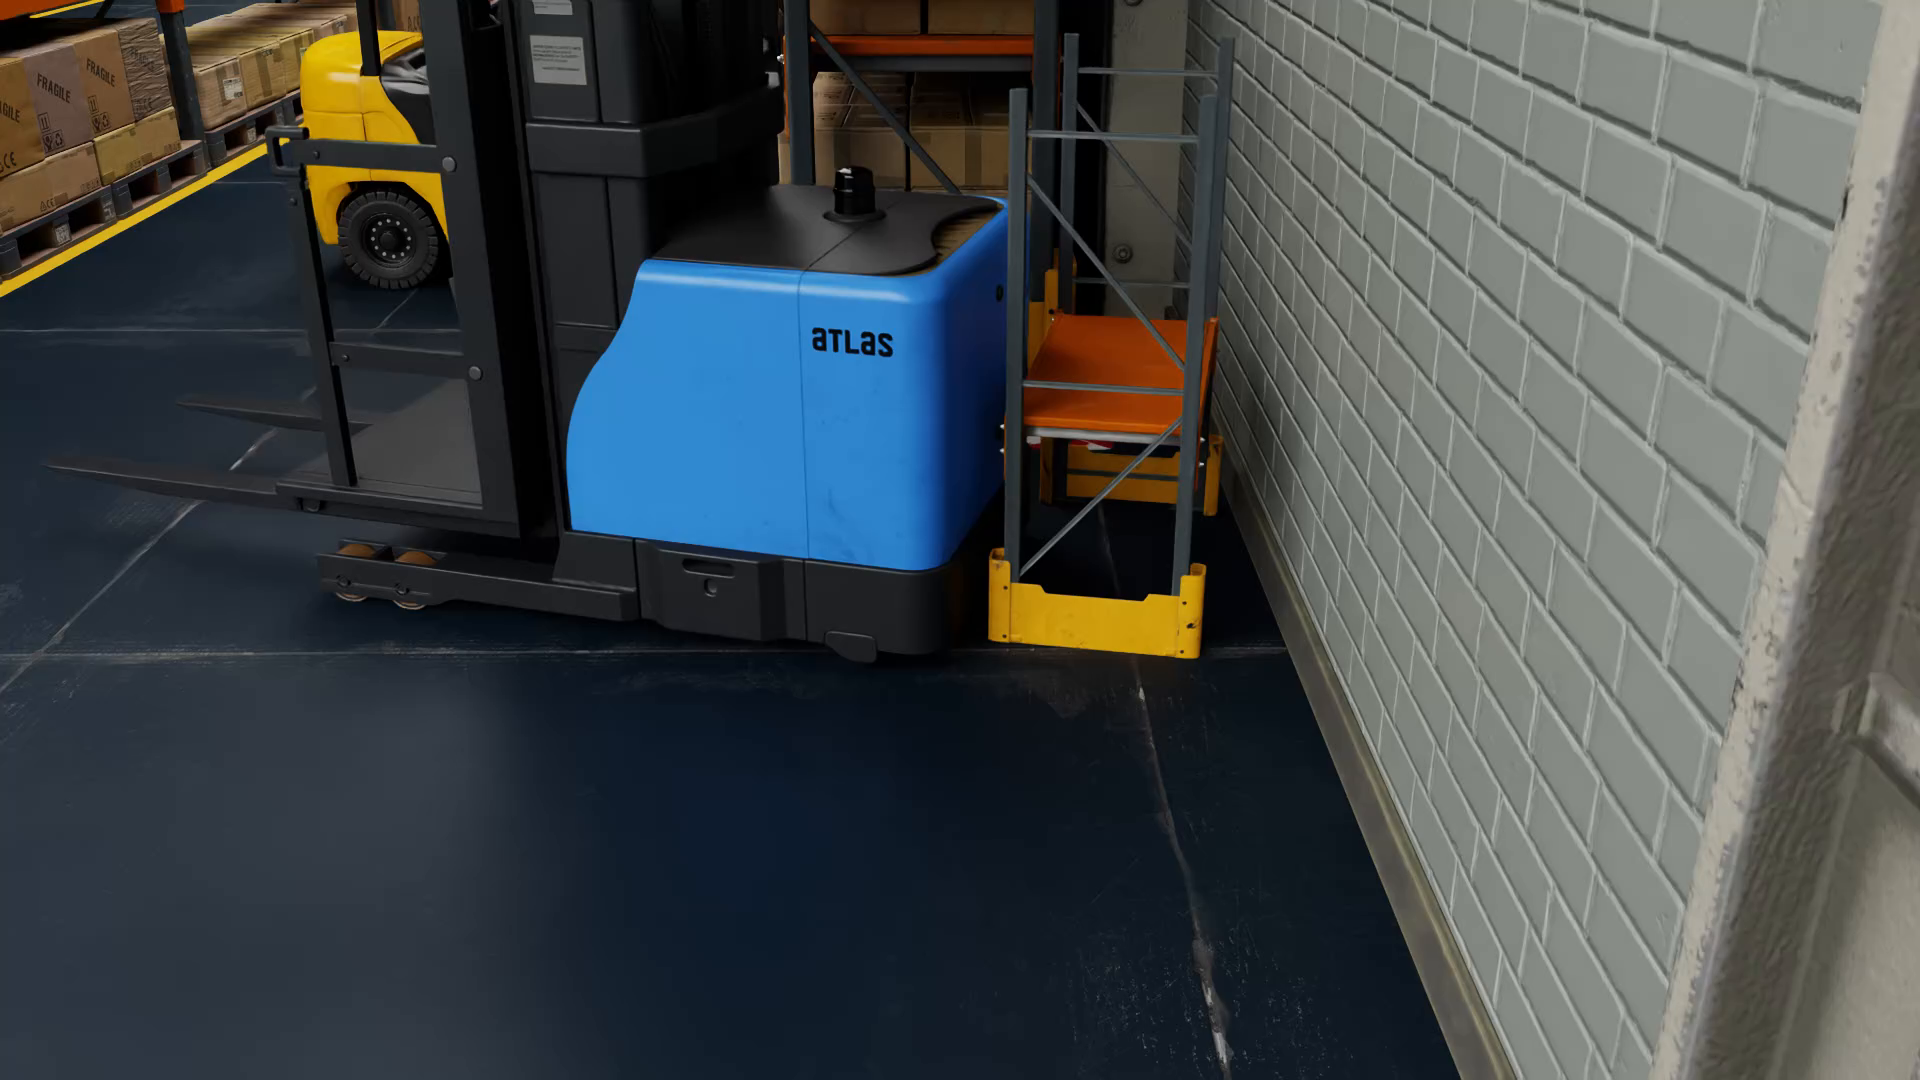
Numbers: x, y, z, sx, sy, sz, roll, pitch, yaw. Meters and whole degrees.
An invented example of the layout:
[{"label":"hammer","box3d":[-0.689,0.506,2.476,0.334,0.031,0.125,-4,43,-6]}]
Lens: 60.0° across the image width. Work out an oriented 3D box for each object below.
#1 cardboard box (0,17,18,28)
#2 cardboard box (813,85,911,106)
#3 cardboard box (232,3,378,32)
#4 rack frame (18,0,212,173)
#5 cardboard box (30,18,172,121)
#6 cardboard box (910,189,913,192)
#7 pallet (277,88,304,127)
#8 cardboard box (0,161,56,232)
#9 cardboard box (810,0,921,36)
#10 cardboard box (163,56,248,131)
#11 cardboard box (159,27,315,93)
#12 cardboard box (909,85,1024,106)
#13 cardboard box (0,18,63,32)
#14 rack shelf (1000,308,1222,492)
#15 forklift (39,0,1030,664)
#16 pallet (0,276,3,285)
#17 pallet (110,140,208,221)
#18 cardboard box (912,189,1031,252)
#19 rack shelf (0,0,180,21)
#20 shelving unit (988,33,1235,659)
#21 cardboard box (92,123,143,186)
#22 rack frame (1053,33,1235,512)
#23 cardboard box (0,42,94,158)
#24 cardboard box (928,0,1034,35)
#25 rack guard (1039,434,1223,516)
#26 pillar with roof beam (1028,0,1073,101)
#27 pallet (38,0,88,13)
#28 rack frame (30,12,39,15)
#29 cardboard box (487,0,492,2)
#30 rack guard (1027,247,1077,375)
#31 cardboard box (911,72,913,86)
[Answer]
[{"label":"cardboard box","box3d":[-5.469,-2.916,9.188,0.380,0.149,0.250,0,24,0]},{"label":"cardboard box","box3d":[-0.468,-1.805,7.215,0.500,0.250,0.500,0,24,0]},{"label":"cardboard box","box3d":[-5.194,-4.046,13.236,0.950,0.372,0.625,-2,24,-4]},{"label":"rack frame","box3d":[-5.146,-3.637,9.651,1.000,3.000,0.127,0,24,-1]},{"label":"cardboard box","box3d":[-4.872,-2.674,9.440,0.500,0.500,0.500,-1,24,-1]},{"label":"cardboard box","box3d":[-0.452,-1.585,7.334,0.500,0.250,0.500,0,24,-1]},{"label":"pallet","box3d":[-5.173,-3.191,12.050,1.003,0.211,1.213,0,24,-1]},{"label":"cardboard box","box3d":[-4.852,-1.696,8.187,0.500,0.250,0.500,1,24,3]},{"label":"cardboard box","box3d":[-0.407,-2.260,6.485,0.500,0.500,0.500,-1,24,-2]},{"label":"cardboard box","box3d":[-5.155,-2.847,10.584,0.950,0.372,0.625,0,24,0]},{"label":"cardboard box","box3d":[-5.175,-3.430,11.873,0.950,0.372,0.625,1,24,1]},{"label":"cardboard box","box3d":[0.036,-1.811,7.229,0.500,0.250,0.500,0,24,0]},{"label":"cardboard box","box3d":[-5.410,-2.673,9.437,0.500,0.500,0.500,1,24,2]},{"label":"rack shelf","box3d":[0.462,-0.431,4.819,0.538,0.185,1.000,4,25,10]},{"label":"forklift","box3d":[-1.358,-1.333,4.641,3.031,2.935,1.130,7,25,14]},{"label":"pallet","box3d":[-5.077,-1.084,7.391,1.003,0.211,1.213,0,24,-1]},{"label":"pallet","box3d":[-5.104,-2.090,9.614,1.003,0.211,1.213,0,24,-1]},{"label":"cardboard box","box3d":[0.063,-1.373,6.867,0.500,0.250,0.500,0,24,0]},{"label":"rack shelf","box3d":[-5.125,-2.485,7.977,1.077,0.370,4.000,0,24,-1]},{"label":"shelving unit","box3d":[0.464,-0.598,4.753,0.587,1.500,1.083,4,25,10]},{"label":"cardboard box","box3d":[-4.855,-2.114,9.110,0.500,0.250,0.500,-1,24,-2]},{"label":"rack frame","box3d":[0.557,-0.801,5.200,0.500,1.500,0.032,4,25,10]},{"label":"cardboard box","box3d":[-4.858,-2.255,8.512,0.500,0.500,0.500,1,24,2]},{"label":"cardboard box","box3d":[0.133,-2.263,6.493,0.500,0.500,0.500,1,24,1]},{"label":"rack guard","box3d":[0.557,-0.231,5.456,0.587,0.250,0.087,4,25,10]},{"label":"pillar with roof beam","box3d":[-3.616,-7.490,10.890,9.100,9.000,0.400,0,24,-1]},{"label":"pallet","box3d":[-10.225,-5.876,17.985,1.003,0.211,1.213,0,24,-1]},{"label":"rack frame","box3d":[-10.182,-6.869,16.799,1.000,3.000,0.127,0,24,-1]},{"label":"cardboard box","box3d":[-5.147,-5.901,16.727,0.875,0.875,0.875,0,24,1]},{"label":"rack guard","box3d":[-0.139,-0.864,6.553,1.175,0.500,0.348,0,24,-1]},{"label":"cardboard box","box3d":[-0.481,-2.222,8.137,0.500,0.250,0.500,-1,24,-2]}]
